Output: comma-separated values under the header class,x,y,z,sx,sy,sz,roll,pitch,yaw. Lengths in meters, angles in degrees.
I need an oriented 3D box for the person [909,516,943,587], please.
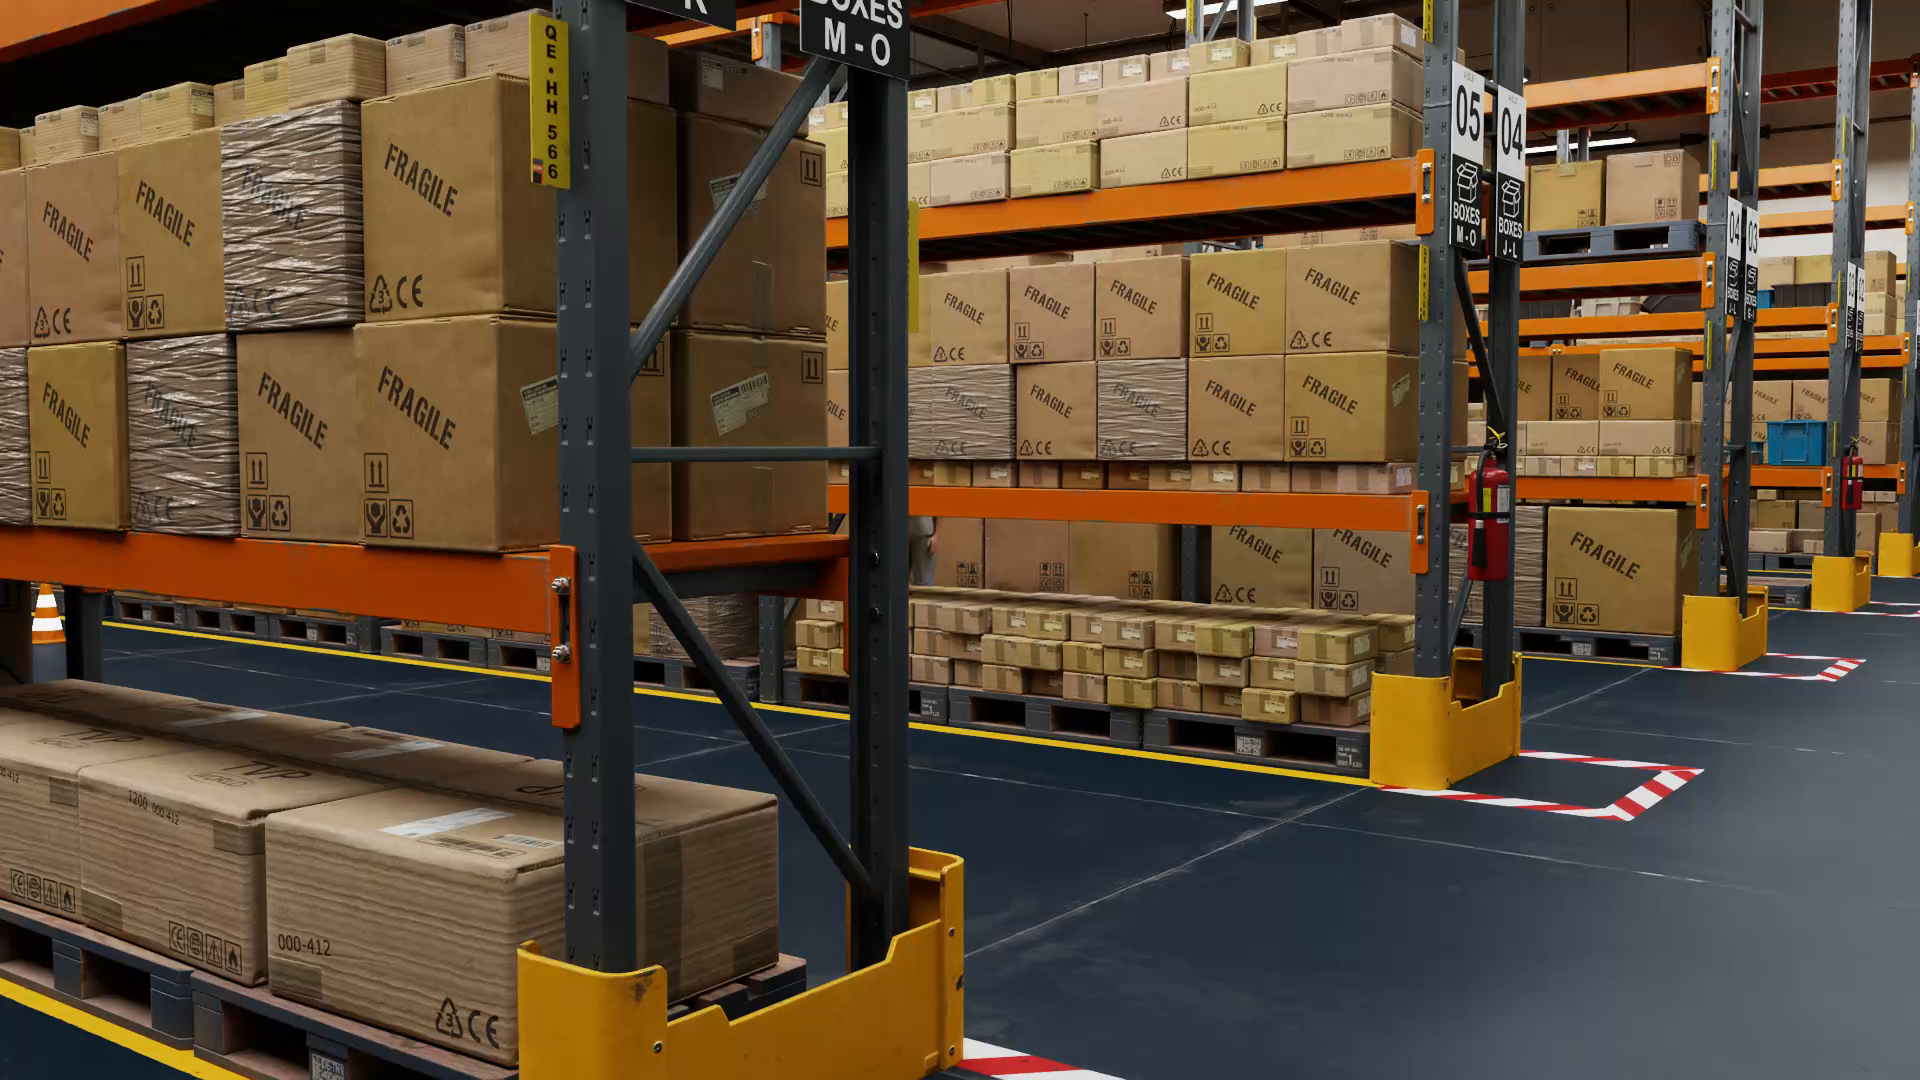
class,x,y,z,sx,sy,sz,roll,pitch,yaw
person,-0.324,0.015,12.247,0.453,1.730,0.432,2,4,37
